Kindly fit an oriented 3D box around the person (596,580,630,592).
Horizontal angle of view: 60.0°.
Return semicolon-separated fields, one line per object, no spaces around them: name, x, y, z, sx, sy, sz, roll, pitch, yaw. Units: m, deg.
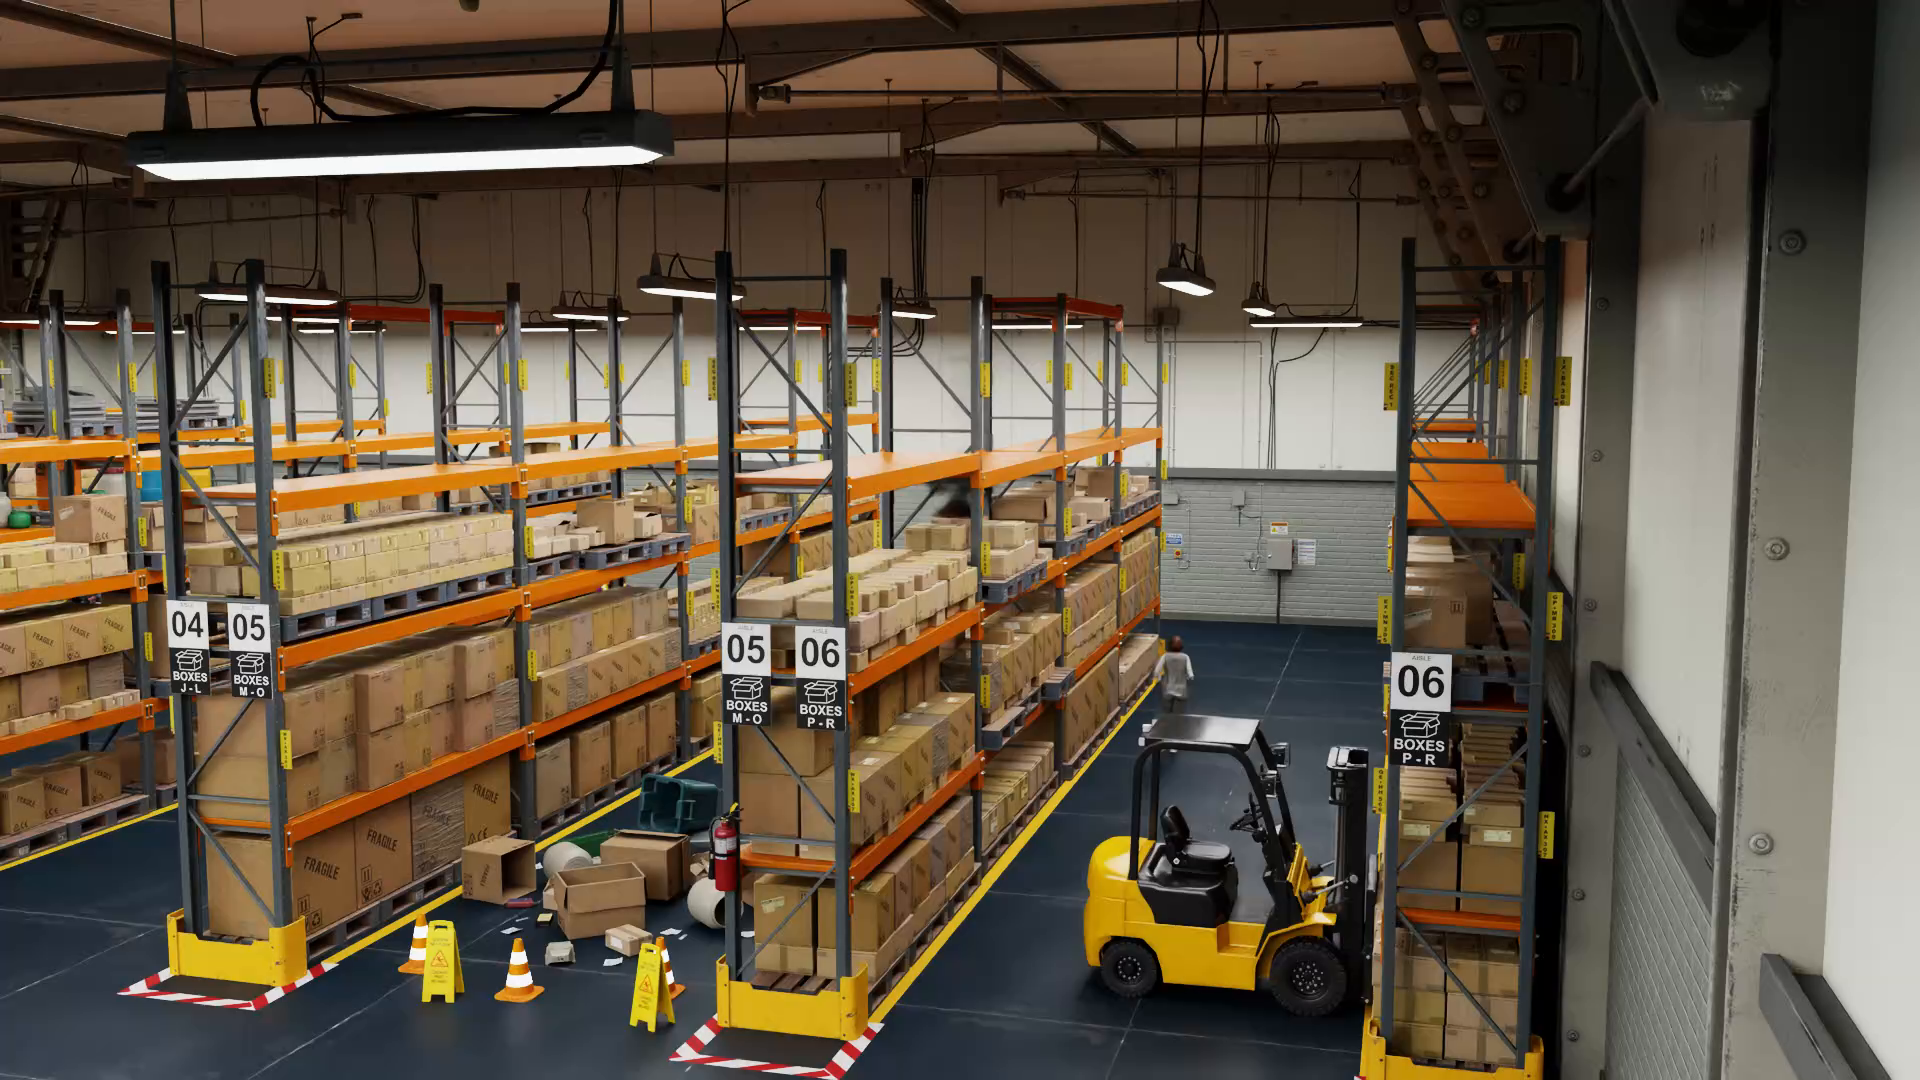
person;-5.742;1.347;27.588;0.692;1.783;0.847;1;6;6

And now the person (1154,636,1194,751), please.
person;2.870;2.034;22.246;0.525;1.557;0.533;1;6;13
